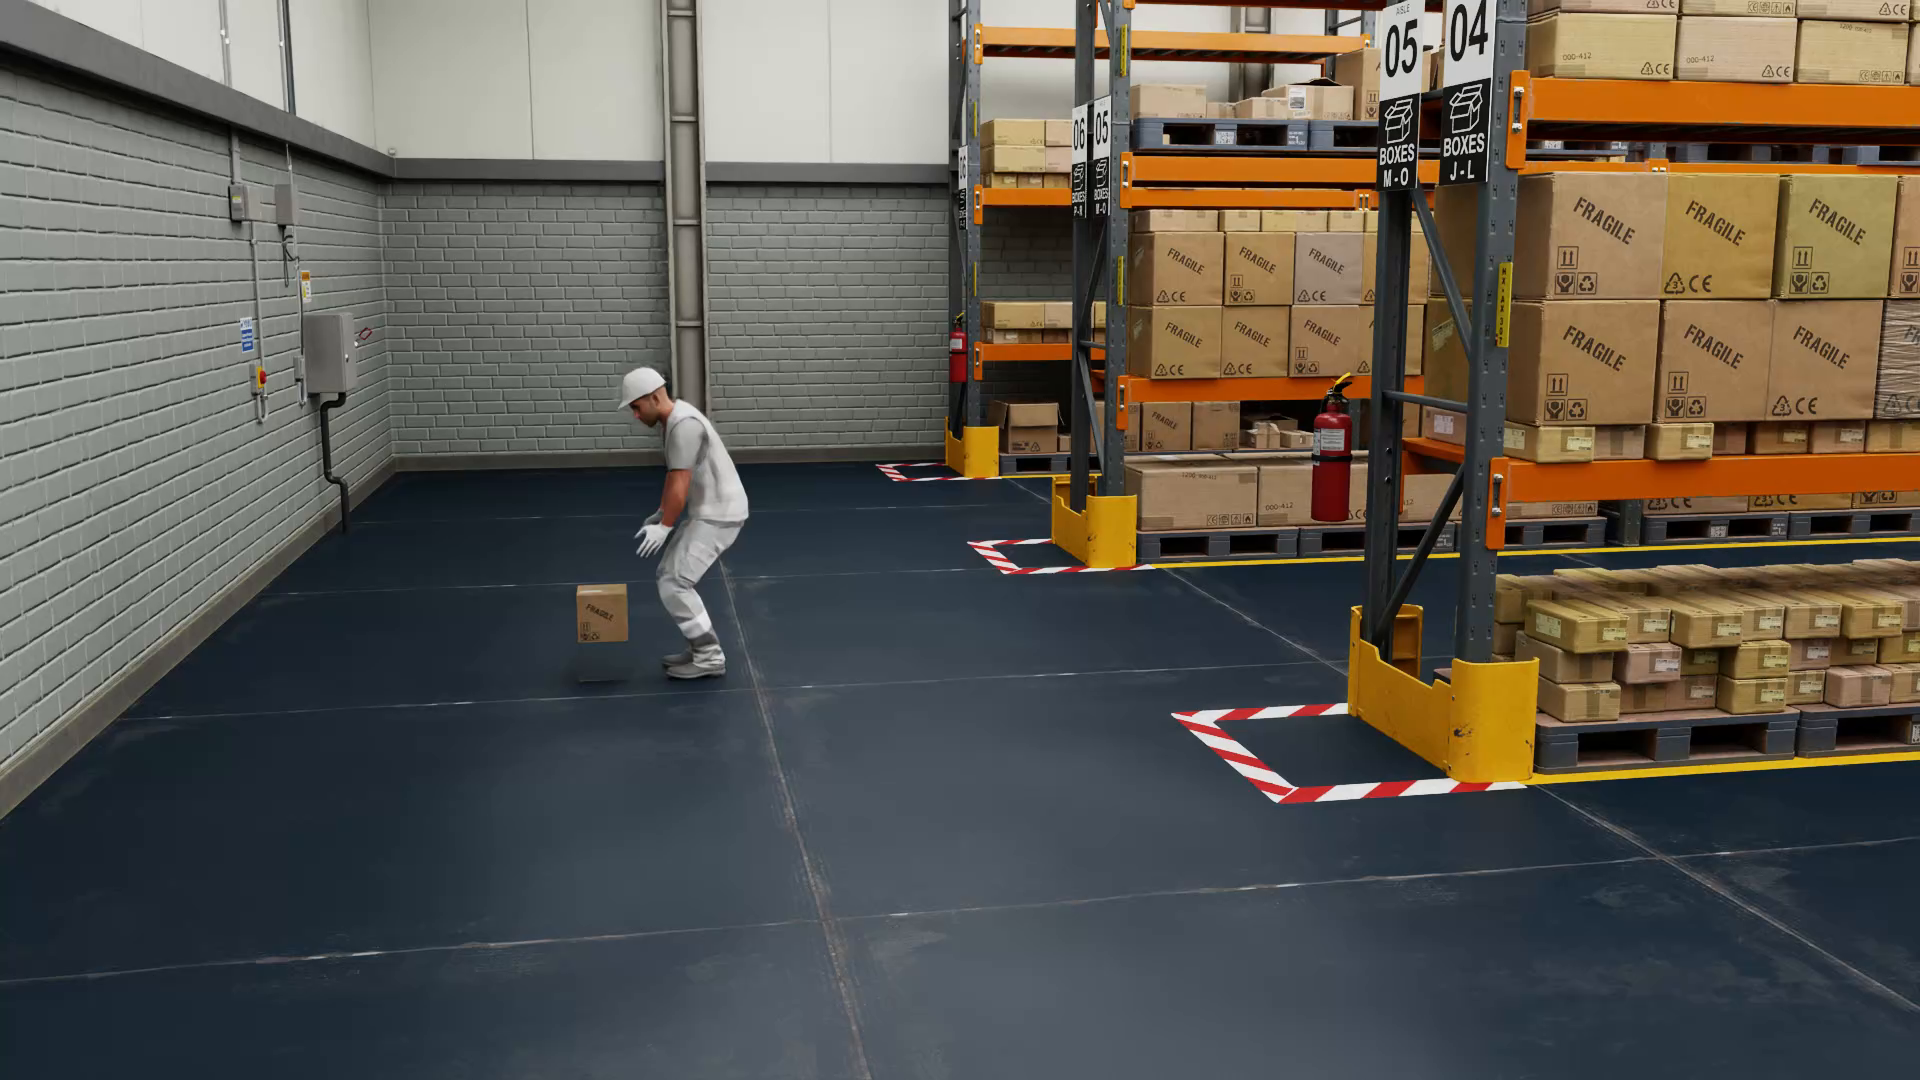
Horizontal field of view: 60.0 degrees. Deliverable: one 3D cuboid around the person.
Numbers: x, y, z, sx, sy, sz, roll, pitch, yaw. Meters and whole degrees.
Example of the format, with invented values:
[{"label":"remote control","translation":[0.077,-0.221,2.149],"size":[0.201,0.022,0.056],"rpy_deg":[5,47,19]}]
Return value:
[{"label":"person","translation":[-1.402,-0.089,8.482],"size":[0.647,1.580,0.575],"rpy_deg":[-2,10,-10]}]
